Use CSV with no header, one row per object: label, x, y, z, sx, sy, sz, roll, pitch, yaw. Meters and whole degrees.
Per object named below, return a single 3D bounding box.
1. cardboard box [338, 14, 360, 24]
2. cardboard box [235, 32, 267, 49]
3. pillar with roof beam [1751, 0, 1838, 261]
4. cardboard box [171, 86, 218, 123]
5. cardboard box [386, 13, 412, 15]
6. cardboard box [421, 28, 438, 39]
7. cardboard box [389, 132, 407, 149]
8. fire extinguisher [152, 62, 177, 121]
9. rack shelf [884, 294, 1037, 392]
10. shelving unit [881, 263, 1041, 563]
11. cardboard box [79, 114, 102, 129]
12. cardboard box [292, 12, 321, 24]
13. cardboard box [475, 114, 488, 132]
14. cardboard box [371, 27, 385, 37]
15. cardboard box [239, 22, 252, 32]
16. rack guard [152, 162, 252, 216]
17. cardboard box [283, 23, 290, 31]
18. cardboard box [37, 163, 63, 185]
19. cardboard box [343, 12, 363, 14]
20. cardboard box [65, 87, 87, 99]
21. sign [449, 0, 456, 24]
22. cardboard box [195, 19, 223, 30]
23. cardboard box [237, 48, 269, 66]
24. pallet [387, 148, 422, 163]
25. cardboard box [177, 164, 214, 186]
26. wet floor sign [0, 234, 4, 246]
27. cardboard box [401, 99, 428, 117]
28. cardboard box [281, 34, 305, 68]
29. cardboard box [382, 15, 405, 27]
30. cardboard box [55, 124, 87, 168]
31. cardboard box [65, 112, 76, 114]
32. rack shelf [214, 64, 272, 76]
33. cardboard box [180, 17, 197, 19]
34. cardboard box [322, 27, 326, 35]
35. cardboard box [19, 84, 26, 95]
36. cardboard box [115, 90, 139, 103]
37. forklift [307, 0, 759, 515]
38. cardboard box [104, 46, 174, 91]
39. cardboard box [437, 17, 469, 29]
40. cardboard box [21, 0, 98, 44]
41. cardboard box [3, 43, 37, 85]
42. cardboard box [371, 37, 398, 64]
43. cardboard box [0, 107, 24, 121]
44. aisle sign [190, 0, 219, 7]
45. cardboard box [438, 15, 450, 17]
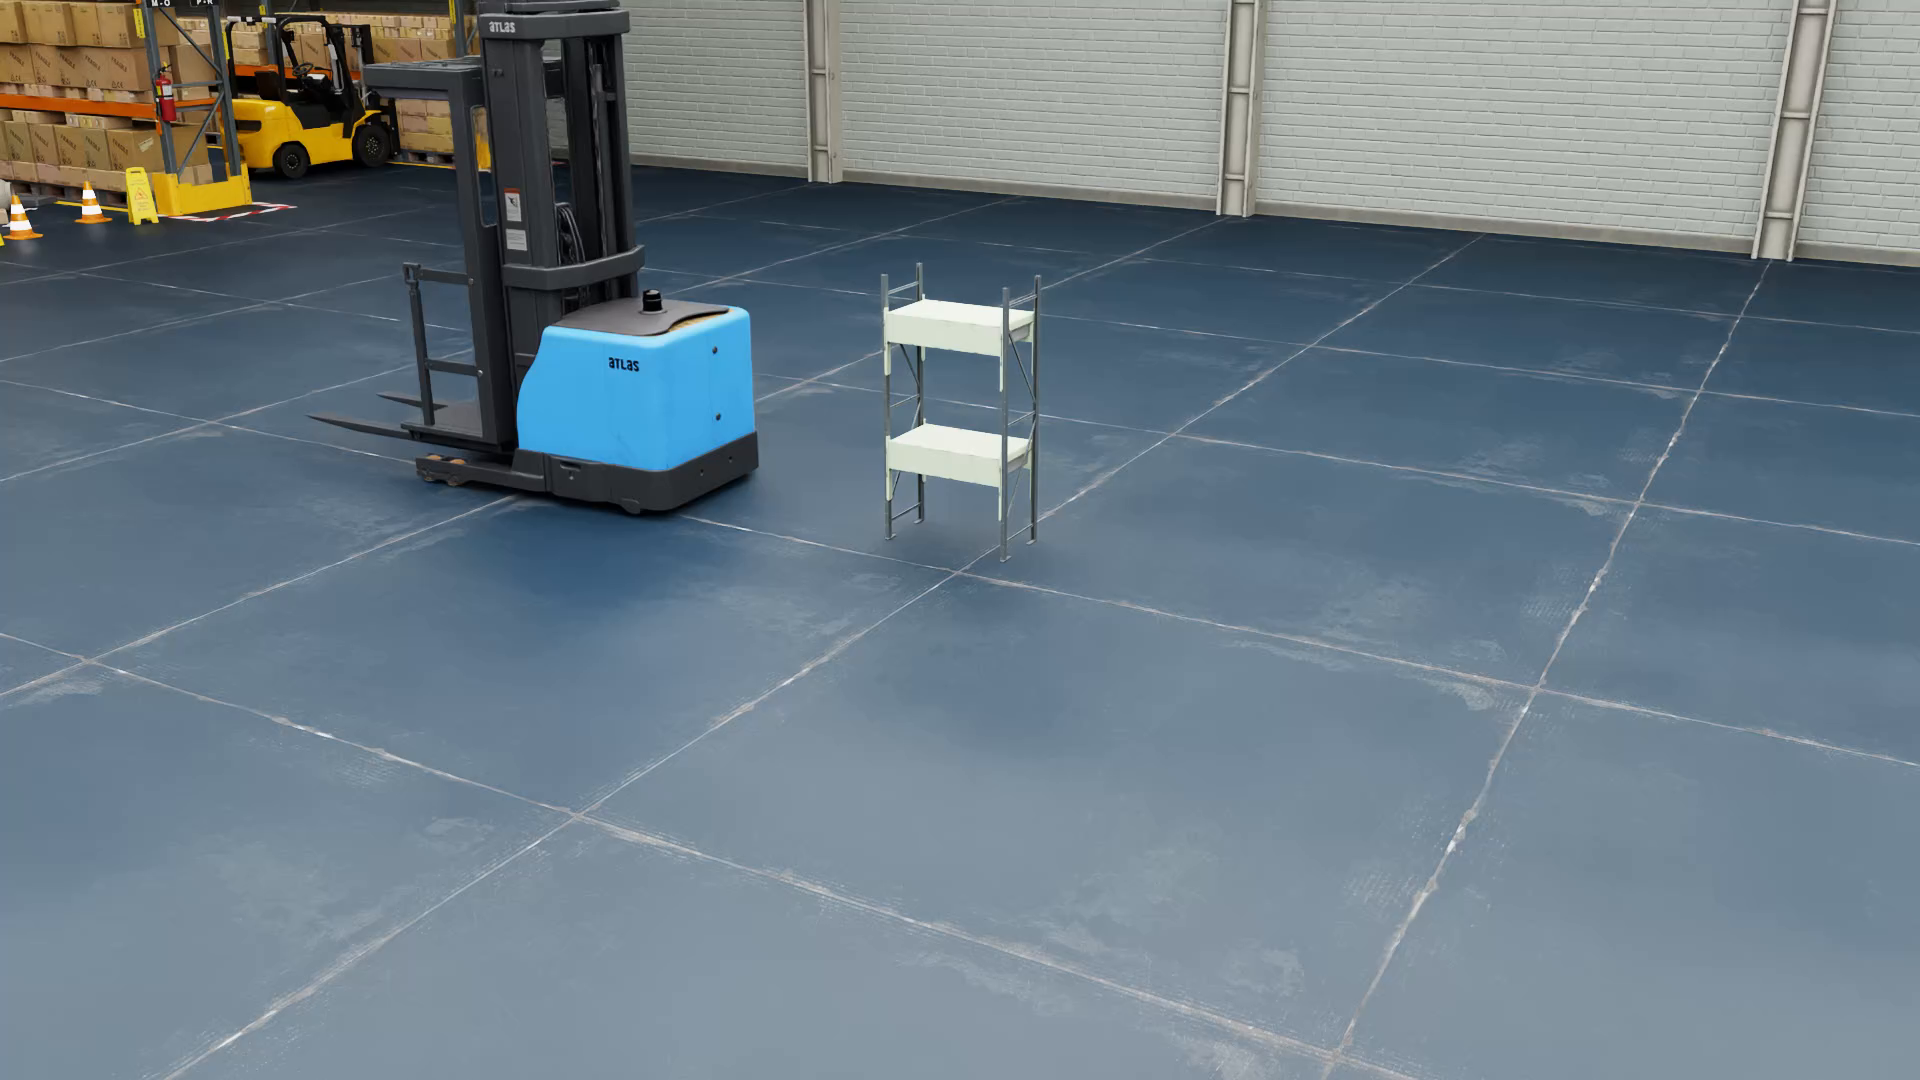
cardboard box,-9.129,-7.840,25.044,0.250,0.149,0.380,11,23,27
cardboard box,-10.979,-7.850,26.093,0.500,0.250,0.500,10,22,26
pillar with roof beam,6.513,-5.944,12.554,0.400,9.000,9.100,11,23,27
cardboard box,-12.805,-7.212,27.714,0.625,0.625,0.875,12,23,29
cardboard box,-8.459,-7.891,25.187,0.250,0.149,0.380,11,23,28
cardboard box,-7.610,-7.374,24.198,0.250,0.149,0.380,11,23,28
cardboard box,-8.360,-6.075,25.130,0.500,0.250,0.500,11,23,28
fire extinguisher,-9.476,-5.344,19.811,0.183,0.674,0.296,11,23,27
rack shelf,0.006,-1.071,8.973,0.720,0.370,0.431,11,23,27
shelving unit,0.006,-0.704,9.106,0.755,1.500,0.431,11,23,27
cardboard box,-10.749,-5.238,20.771,0.250,0.149,0.380,11,23,28
cardboard box,-10.011,-8.019,25.538,0.250,0.149,0.380,11,23,28
cardboard box,-7.243,-6.294,25.002,0.500,0.250,0.500,11,23,28
cardboard box,-8.505,-7.547,24.673,0.250,0.149,0.380,11,23,28
cardboard box,-11.066,-8.060,26.088,0.250,0.149,0.380,10,22,27
rack guard,-9.417,-4.374,20.689,0.348,0.500,1.175,11,23,27
cardboard box,-10.275,-7.900,25.648,0.250,0.149,0.380,10,22,26
cardboard box,-11.524,-4.755,21.491,0.500,0.250,0.500,10,22,27
cardboard box,-9.314,-8.091,25.738,0.250,0.149,0.380,10,22,26
cardboard box,-10.932,-5.608,20.796,0.250,0.149,0.380,11,22,27
sign,-7.210,-7.511,23.627,0.005,0.325,0.100,11,23,27
cardboard box,-11.962,-8.226,26.546,0.250,0.149,0.380,11,23,28
cardboard box,-10.993,-7.615,26.180,0.500,0.250,0.500,11,23,29
pallet,-8.682,-6.022,25.656,1.213,0.211,1.003,11,23,27
cardboard box,-9.920,-4.658,21.222,0.500,0.250,0.500,11,22,27
wet floor sign,-10.686,-3.524,18.133,0.232,0.644,0.267,7,21,18
cardboard box,-7.936,-6.456,24.715,0.500,0.250,0.500,11,23,28
cardboard box,-10.165,-7.575,25.703,0.500,0.500,0.500,10,22,26
cardboard box,-8.284,-7.644,24.505,0.250,0.149,0.380,11,23,29
cardboard box,-11.072,-5.021,21.125,0.500,0.500,0.500,10,22,26
cardboard box,-15.282,-7.546,28.819,0.500,0.500,0.500,12,23,30
rack shelf,-12.172,-7.674,27.177,4.000,0.370,1.077,11,23,27
cardboard box,-12.617,-8.545,27.425,0.250,0.149,0.380,11,22,27
cardboard box,-9.400,-7.716,25.138,0.250,0.149,0.380,11,22,27
cardboard box,-11.785,-5.787,21.289,0.250,0.149,0.380,11,23,27
cardboard box,-10.057,-5.426,20.292,0.250,0.149,0.380,10,22,27
forklift,-2.813,-1.859,10.192,3.031,2.935,1.130,10,22,25
cardboard box,-9.959,-5.731,20.183,0.500,0.500,0.500,10,22,26
cardboard box,-7.349,-7.503,24.117,0.250,0.149,0.380,11,23,27
cardboard box,-11.205,-6.478,20.775,0.500,0.500,0.700,11,22,27
cardboard box,-11.713,-6.068,21.112,0.500,0.500,0.500,11,22,27
cardboard box,-8.387,-7.239,24.777,0.500,0.500,0.500,10,22,26
cardboard box,-12.380,-5.547,21.622,0.250,0.149,0.380,11,23,28
aisle sign,-9.146,-6.840,20.011,0.004,0.787,0.394,11,23,27
cardboard box,-7.572,-7.719,24.712,0.250,0.149,0.380,11,23,28
